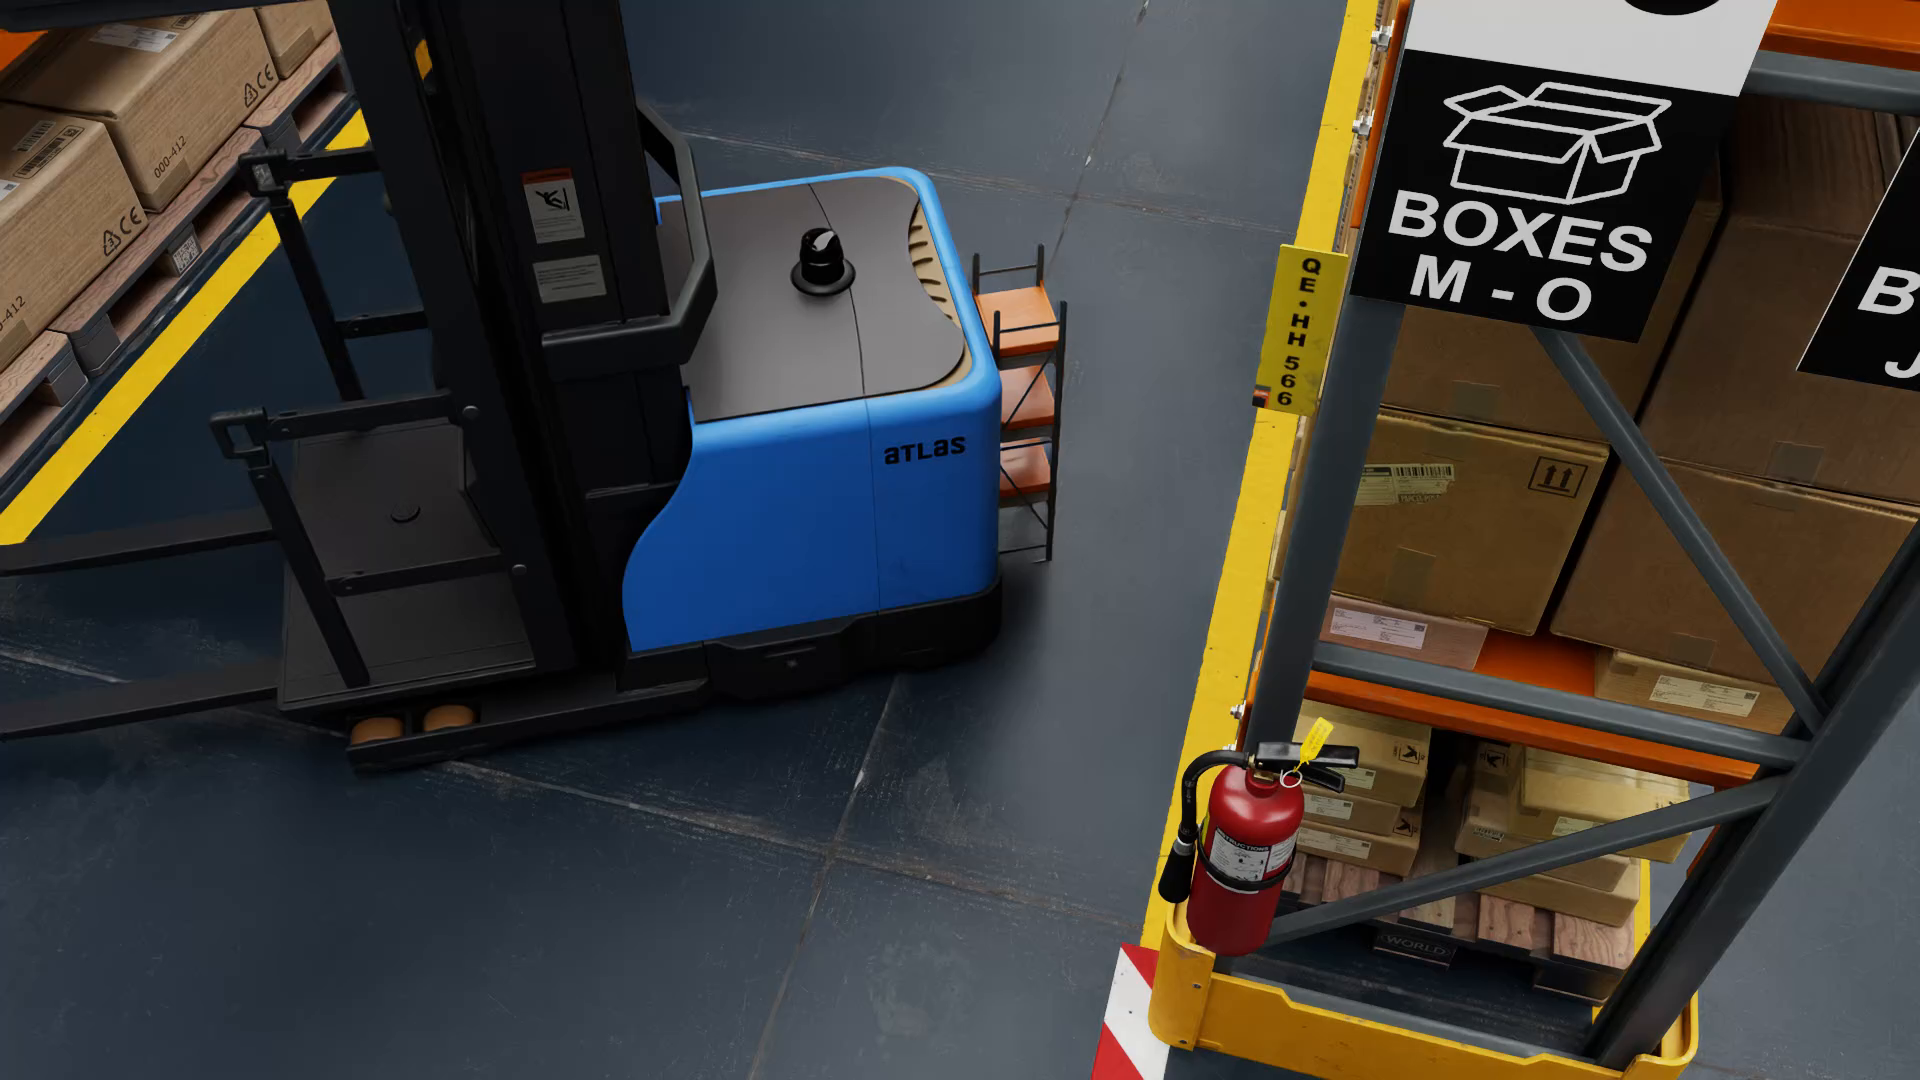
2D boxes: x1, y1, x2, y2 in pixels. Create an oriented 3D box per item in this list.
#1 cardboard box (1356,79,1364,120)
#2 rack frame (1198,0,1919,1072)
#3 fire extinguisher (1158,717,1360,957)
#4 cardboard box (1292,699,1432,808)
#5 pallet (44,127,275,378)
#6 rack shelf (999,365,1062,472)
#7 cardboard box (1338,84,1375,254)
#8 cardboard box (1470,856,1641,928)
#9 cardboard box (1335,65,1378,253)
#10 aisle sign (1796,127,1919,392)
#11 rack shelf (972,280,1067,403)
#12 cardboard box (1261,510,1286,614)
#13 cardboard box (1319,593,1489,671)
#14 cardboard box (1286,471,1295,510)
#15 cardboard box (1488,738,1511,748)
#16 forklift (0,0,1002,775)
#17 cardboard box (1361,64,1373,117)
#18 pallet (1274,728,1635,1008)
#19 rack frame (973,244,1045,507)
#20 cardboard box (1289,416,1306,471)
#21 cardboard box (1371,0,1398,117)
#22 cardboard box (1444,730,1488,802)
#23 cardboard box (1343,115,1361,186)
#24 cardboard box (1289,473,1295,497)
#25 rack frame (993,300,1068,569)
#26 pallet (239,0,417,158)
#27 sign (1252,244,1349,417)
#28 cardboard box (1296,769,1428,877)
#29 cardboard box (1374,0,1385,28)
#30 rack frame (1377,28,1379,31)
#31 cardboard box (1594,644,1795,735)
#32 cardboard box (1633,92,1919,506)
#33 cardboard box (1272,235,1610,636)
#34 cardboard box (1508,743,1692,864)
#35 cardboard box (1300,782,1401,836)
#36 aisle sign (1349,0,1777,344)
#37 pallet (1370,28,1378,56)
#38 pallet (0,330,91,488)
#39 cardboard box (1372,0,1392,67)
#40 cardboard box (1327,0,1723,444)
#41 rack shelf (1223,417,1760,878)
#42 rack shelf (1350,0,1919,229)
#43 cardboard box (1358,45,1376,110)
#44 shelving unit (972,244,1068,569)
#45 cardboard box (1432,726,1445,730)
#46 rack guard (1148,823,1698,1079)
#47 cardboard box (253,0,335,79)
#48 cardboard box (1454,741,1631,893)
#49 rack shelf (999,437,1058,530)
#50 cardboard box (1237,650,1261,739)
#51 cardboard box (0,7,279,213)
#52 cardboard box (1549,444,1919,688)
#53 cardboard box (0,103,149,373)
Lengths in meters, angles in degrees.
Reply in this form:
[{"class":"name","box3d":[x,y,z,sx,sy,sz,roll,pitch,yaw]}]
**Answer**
[{"class":"cardboard box","box3d":[1.694,-1.591,6.275,0.380,0.149,0.250,10,49,8]},{"class":"rack frame","box3d":[1.047,0.297,2.987,1.000,3.000,0.127,12,50,10]},{"class":"fire extinguisher","box3d":[0.536,0.538,3.075,0.296,0.674,0.183,12,50,10]},{"class":"cardboard box","box3d":[0.942,0.472,4.057,0.380,0.149,0.250,12,50,10]},{"class":"pallet","box3d":[-3.297,-1.157,6.130,1.003,0.211,1.213,12,50,10]},{"class":"rack shelf","box3d":[0.160,-0.352,4.875,0.215,0.259,0.240,-9,49,-8]},{"class":"cardboard box","box3d":[1.058,-0.581,3.497,0.500,0.500,0.500,11,49,9]},{"class":"cardboard box","box3d":[1.494,0.786,4.177,0.380,0.149,0.250,12,50,11]},{"class":"cardboard box","box3d":[1.182,-0.950,3.823,0.500,0.500,0.500,12,50,10]},{"class":"aisle sign","box3d":[1.317,-0.451,1.913,0.394,0.787,0.004,12,50,10]},{"class":"rack shelf","box3d":[0.160,-0.540,4.662,0.215,0.259,0.240,-9,49,-8]},{"class":"cardboard box","box3d":[1.009,0.089,4.395,0.380,0.149,0.250,11,49,9]},{"class":"cardboard box","box3d":[0.860,0.089,3.338,0.380,0.149,0.250,12,50,10]},{"class":"cardboard box","box3d":[1.166,-0.078,4.940,0.380,0.149,0.250,10,49,8]},{"class":"cardboard box","box3d":[1.559,0.488,4.241,0.380,0.149,0.250,11,50,10]},{"class":"forklift","box3d":[-1.451,-0.757,3.963,3.031,2.935,1.130,-9,49,-8]},{"class":"cardboard box","box3d":[1.323,-1.309,4.139,0.500,0.500,0.500,14,50,12]},{"class":"pallet","box3d":[1.315,0.585,4.593,1.003,0.211,1.213,12,50,10]},{"class":"rack frame","box3d":[0.134,-0.448,4.945,0.200,1.050,0.008,-9,49,-8]},{"class":"cardboard box","box3d":[1.156,-0.291,4.731,0.380,0.149,0.250,13,50,11]},{"class":"cardboard box","box3d":[1.061,-0.912,3.122,0.500,0.500,0.500,10,49,9]},{"class":"cardboard box","box3d":[1.484,0.581,4.358,0.380,0.149,0.250,11,50,10]},{"class":"cardboard box","box3d":[1.624,-1.399,6.105,0.380,0.149,0.250,13,50,11]},{"class":"cardboard box","box3d":[1.170,-0.188,4.838,0.380,0.149,0.250,12,50,11]},{"class":"rack frame","box3d":[0.187,-0.270,4.788,0.200,1.050,0.008,-9,49,-8]},{"class":"pallet","box3d":[-2.978,-2.042,6.912,1.003,0.211,1.213,12,50,10]},{"class":"sign","box3d":[0.517,-0.314,2.544,0.100,0.325,0.005,12,50,10]},{"class":"cardboard box","box3d":[0.985,0.680,4.271,0.380,0.149,0.250,12,50,11]},{"class":"cardboard box","box3d":[1.436,-1.702,4.487,0.500,0.500,0.500,11,49,9]},{"class":"rack frame","box3d":[2.100,-2.596,5.540,1.000,3.000,0.127,12,50,10]},{"class":"cardboard box","box3d":[1.449,0.211,3.231,0.380,0.149,0.250,11,50,10]},{"class":"cardboard box","box3d":[1.422,-0.437,2.703,0.500,0.500,0.500,11,50,10]},{"class":"cardboard box","box3d":[0.917,-0.210,3.169,0.500,0.500,0.500,12,50,11]},{"class":"cardboard box","box3d":[1.513,0.593,3.950,0.380,0.149,0.250,10,49,8]},{"class":"cardboard box","box3d":[0.911,0.565,4.173,0.380,0.149,0.250,10,49,9]},{"class":"aisle sign","box3d":[0.739,-0.569,2.018,0.394,0.787,0.004,12,50,10]},{"class":"pallet","box3d":[2.304,-2.237,7.083,1.003,0.211,1.213,12,50,10]},{"class":"pallet","box3d":[-3.620,-0.277,5.354,1.003,0.211,1.213,12,50,10]},{"class":"cardboard box","box3d":[1.189,-1.289,3.455,0.500,0.500,0.500,14,50,12]},{"class":"cardboard box","box3d":[0.928,-0.545,2.798,0.500,0.500,0.500,11,49,9]},{"class":"rack shelf","box3d":[1.574,-0.911,4.533,1.077,0.370,4.000,12,50,10]},{"class":"rack shelf","box3d":[1.574,-1.904,3.409,1.077,0.370,4.000,12,50,10]},{"class":"cardboard box","box3d":[1.696,-1.691,6.165,0.380,0.149,0.250,14,50,12]},{"class":"shelving unit","box3d":[0.160,-0.359,4.867,0.215,1.050,0.252,-9,49,-8]},{"class":"cardboard box","box3d":[1.064,0.302,4.208,0.380,0.149,0.250,12,50,11]},{"class":"rack guard","box3d":[1.067,1.070,3.973,1.175,0.500,0.348,12,50,10]},{"class":"cardboard box","box3d":[-2.971,-2.358,6.759,0.875,0.438,0.875,11,49,9]},{"class":"cardboard box","box3d":[1.433,0.675,4.076,0.380,0.149,0.250,13,50,12]},{"class":"rack shelf","box3d":[0.160,-0.168,5.083,0.215,0.259,0.240,-9,49,-8]},{"class":"cardboard box","box3d":[0.955,0.474,4.452,0.380,0.149,0.250,13,50,11]},{"class":"cardboard box","box3d":[-3.206,-1.710,6.187,0.875,0.438,0.875,10,49,9]},{"class":"cardboard box","box3d":[1.432,-0.104,3.076,0.500,0.500,0.500,14,50,12]},{"class":"cardboard box","box3d":[-3.445,-1.058,5.612,0.875,0.438,0.875,13,50,11]}]
